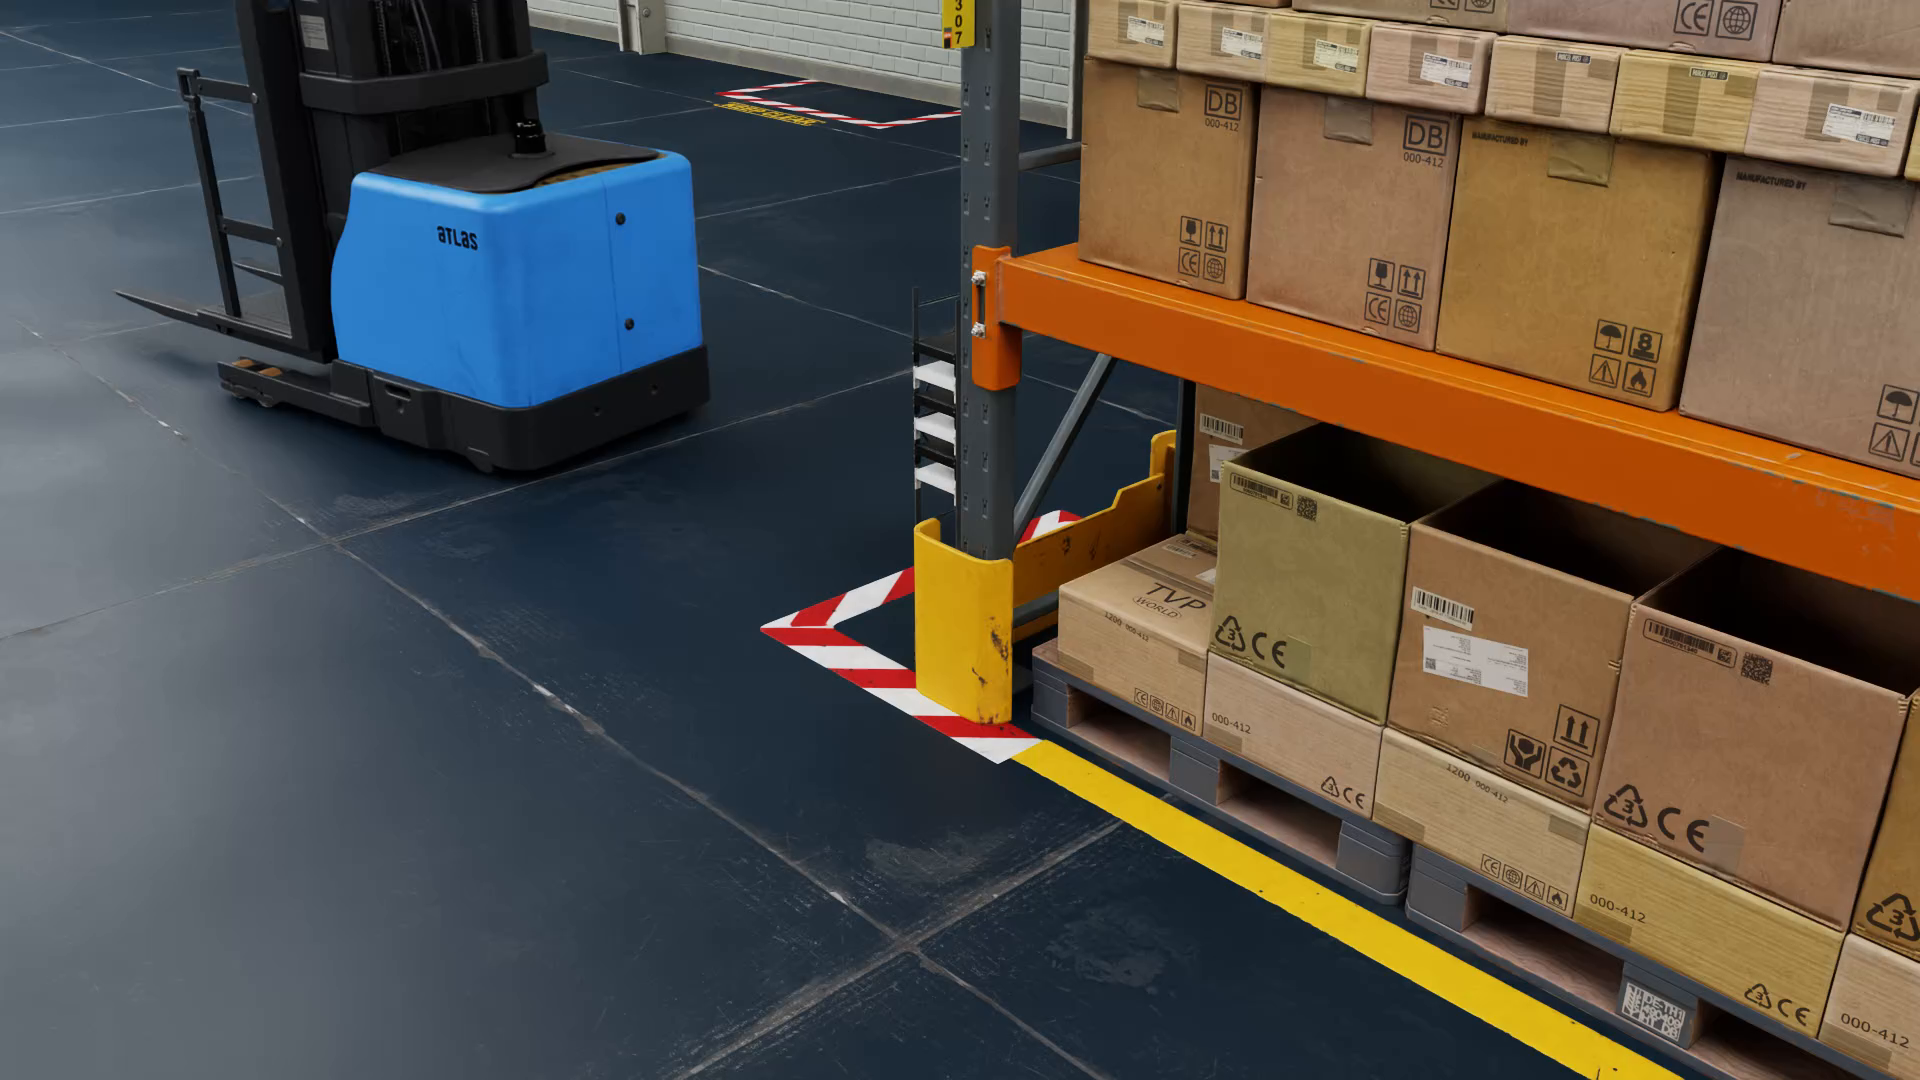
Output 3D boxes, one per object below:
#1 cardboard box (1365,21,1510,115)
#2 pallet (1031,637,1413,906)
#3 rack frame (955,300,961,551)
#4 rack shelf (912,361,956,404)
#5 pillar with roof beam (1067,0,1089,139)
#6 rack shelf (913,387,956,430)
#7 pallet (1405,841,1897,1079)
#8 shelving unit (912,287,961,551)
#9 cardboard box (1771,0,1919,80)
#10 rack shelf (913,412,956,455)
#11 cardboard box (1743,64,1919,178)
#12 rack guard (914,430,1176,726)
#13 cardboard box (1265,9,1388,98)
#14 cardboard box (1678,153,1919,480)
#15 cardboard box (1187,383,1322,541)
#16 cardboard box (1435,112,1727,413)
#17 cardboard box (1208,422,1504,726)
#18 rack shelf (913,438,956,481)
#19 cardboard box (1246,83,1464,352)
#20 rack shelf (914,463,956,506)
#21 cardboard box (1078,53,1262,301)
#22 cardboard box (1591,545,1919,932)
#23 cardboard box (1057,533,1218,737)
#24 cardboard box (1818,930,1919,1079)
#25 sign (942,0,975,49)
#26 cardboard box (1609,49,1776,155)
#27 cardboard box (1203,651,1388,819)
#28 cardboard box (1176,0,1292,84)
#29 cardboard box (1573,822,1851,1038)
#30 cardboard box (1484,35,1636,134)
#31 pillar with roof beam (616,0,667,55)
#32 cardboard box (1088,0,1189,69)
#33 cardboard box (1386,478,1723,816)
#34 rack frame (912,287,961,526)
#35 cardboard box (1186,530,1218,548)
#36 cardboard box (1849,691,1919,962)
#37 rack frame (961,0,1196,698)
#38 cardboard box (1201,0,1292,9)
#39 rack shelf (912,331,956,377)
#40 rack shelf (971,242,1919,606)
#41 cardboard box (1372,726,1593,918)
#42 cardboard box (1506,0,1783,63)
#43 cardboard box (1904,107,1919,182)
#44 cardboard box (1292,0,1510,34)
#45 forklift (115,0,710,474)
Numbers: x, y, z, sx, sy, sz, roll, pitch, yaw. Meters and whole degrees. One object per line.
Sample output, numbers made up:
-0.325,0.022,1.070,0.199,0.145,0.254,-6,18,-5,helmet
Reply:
1.040,-0.976,3.374,0.380,0.149,0.250,-22,32,-39,cardboard box
0.959,0.440,4.530,1.003,0.211,1.213,-21,32,-38,pallet
0.075,-0.376,5.490,0.240,0.900,0.006,-21,32,-38,rack frame
0.005,-0.541,5.497,0.258,0.077,0.200,-21,32,-38,rack shelf
-2.114,-5.814,7.652,9.100,9.000,0.400,-21,32,-38,pillar with roof beam
0.005,-0.459,5.534,0.258,0.077,0.200,-21,32,-38,rack shelf
1.789,0.810,3.720,1.003,0.211,1.213,-21,32,-38,pallet
0.005,-0.407,5.558,0.258,0.900,0.210,-21,32,-38,shelving unit
1.803,-1.061,2.777,0.700,0.500,0.500,-21,32,-38,cardboard box
0.005,-0.377,5.572,0.258,0.077,0.200,-21,32,-38,rack shelf
1.567,-0.743,2.862,0.380,0.149,0.250,-21,32,-38,cardboard box
0.390,0.082,4.968,1.175,0.500,0.348,-21,32,-38,rack guard
0.869,-1.054,3.543,0.380,0.149,0.250,-21,32,-38,cardboard box
1.776,-0.480,3.068,0.700,0.500,0.500,-20,31,-37,cardboard box
0.990,-0.251,4.590,0.500,0.500,0.500,-21,32,-38,cardboard box
1.413,-0.639,3.415,0.700,0.500,0.500,-21,32,-38,cardboard box
0.953,0.047,3.936,0.500,0.500,0.500,-21,32,-38,cardboard box
0.005,-0.295,5.609,0.258,0.077,0.200,-21,32,-38,rack shelf
1.078,-0.791,3.749,0.700,0.500,0.500,-20,31,-37,cardboard box
0.005,-0.213,5.646,0.258,0.077,0.200,-21,32,-38,rack shelf
0.716,-0.948,4.095,0.700,0.500,0.500,-21,32,-38,cardboard box
1.633,0.351,3.269,0.500,0.500,0.500,-21,32,-38,cardboard box
0.610,0.237,4.422,0.500,0.250,0.500,-21,32,-38,cardboard box
1.976,0.844,3.094,0.500,0.250,0.500,-21,32,-38,cardboard box
-0.003,-1.322,3.896,0.100,0.325,0.005,-21,32,-38,sign
1.399,-0.819,3.029,0.380,0.149,0.250,-22,32,-39,cardboard box
0.955,0.388,4.093,0.500,0.250,0.500,-21,32,-38,cardboard box
0.699,-1.129,3.710,0.380,0.149,0.250,-22,33,-40,cardboard box
1.634,0.692,3.425,0.500,0.250,0.500,-21,32,-38,cardboard box
1.224,-0.896,3.199,0.250,0.149,0.380,23,33,40,cardboard box
-6.215,-7.632,11.636,9.100,9.000,0.400,-21,32,-38,pillar with roof beam
0.517,-1.209,3.883,0.380,0.149,0.250,-22,32,-39,cardboard box
1.304,0.195,3.612,0.500,0.500,0.500,-21,32,-38,cardboard box
-0.064,-0.438,5.625,0.240,0.900,0.006,-21,32,-38,rack frame
0.988,0.091,4.744,0.500,0.250,0.500,-21,32,-38,cardboard box
1.986,0.499,2.946,0.500,0.500,0.500,-21,32,-38,cardboard box
0.406,-1.048,4.433,1.000,3.000,0.127,-21,32,-38,rack frame
0.752,-1.523,3.790,0.700,0.500,0.500,-21,32,-38,cardboard box
0.005,-0.622,5.460,0.258,0.077,0.200,-21,32,-38,rack shelf
1.773,-0.115,3.254,1.077,0.370,4.000,-21,32,-38,rack shelf
1.296,0.539,3.760,0.500,0.250,0.500,-21,32,-38,cardboard box
1.460,-1.212,3.110,0.700,0.500,0.500,-21,32,-38,cardboard box
1.747,-0.663,2.688,0.380,0.149,0.250,-20,31,-37,cardboard box
1.115,-1.365,3.444,0.700,0.500,0.500,-22,33,-40,cardboard box
-2.525,-2.046,6.704,3.031,2.935,1.130,16,29,32,forklift
